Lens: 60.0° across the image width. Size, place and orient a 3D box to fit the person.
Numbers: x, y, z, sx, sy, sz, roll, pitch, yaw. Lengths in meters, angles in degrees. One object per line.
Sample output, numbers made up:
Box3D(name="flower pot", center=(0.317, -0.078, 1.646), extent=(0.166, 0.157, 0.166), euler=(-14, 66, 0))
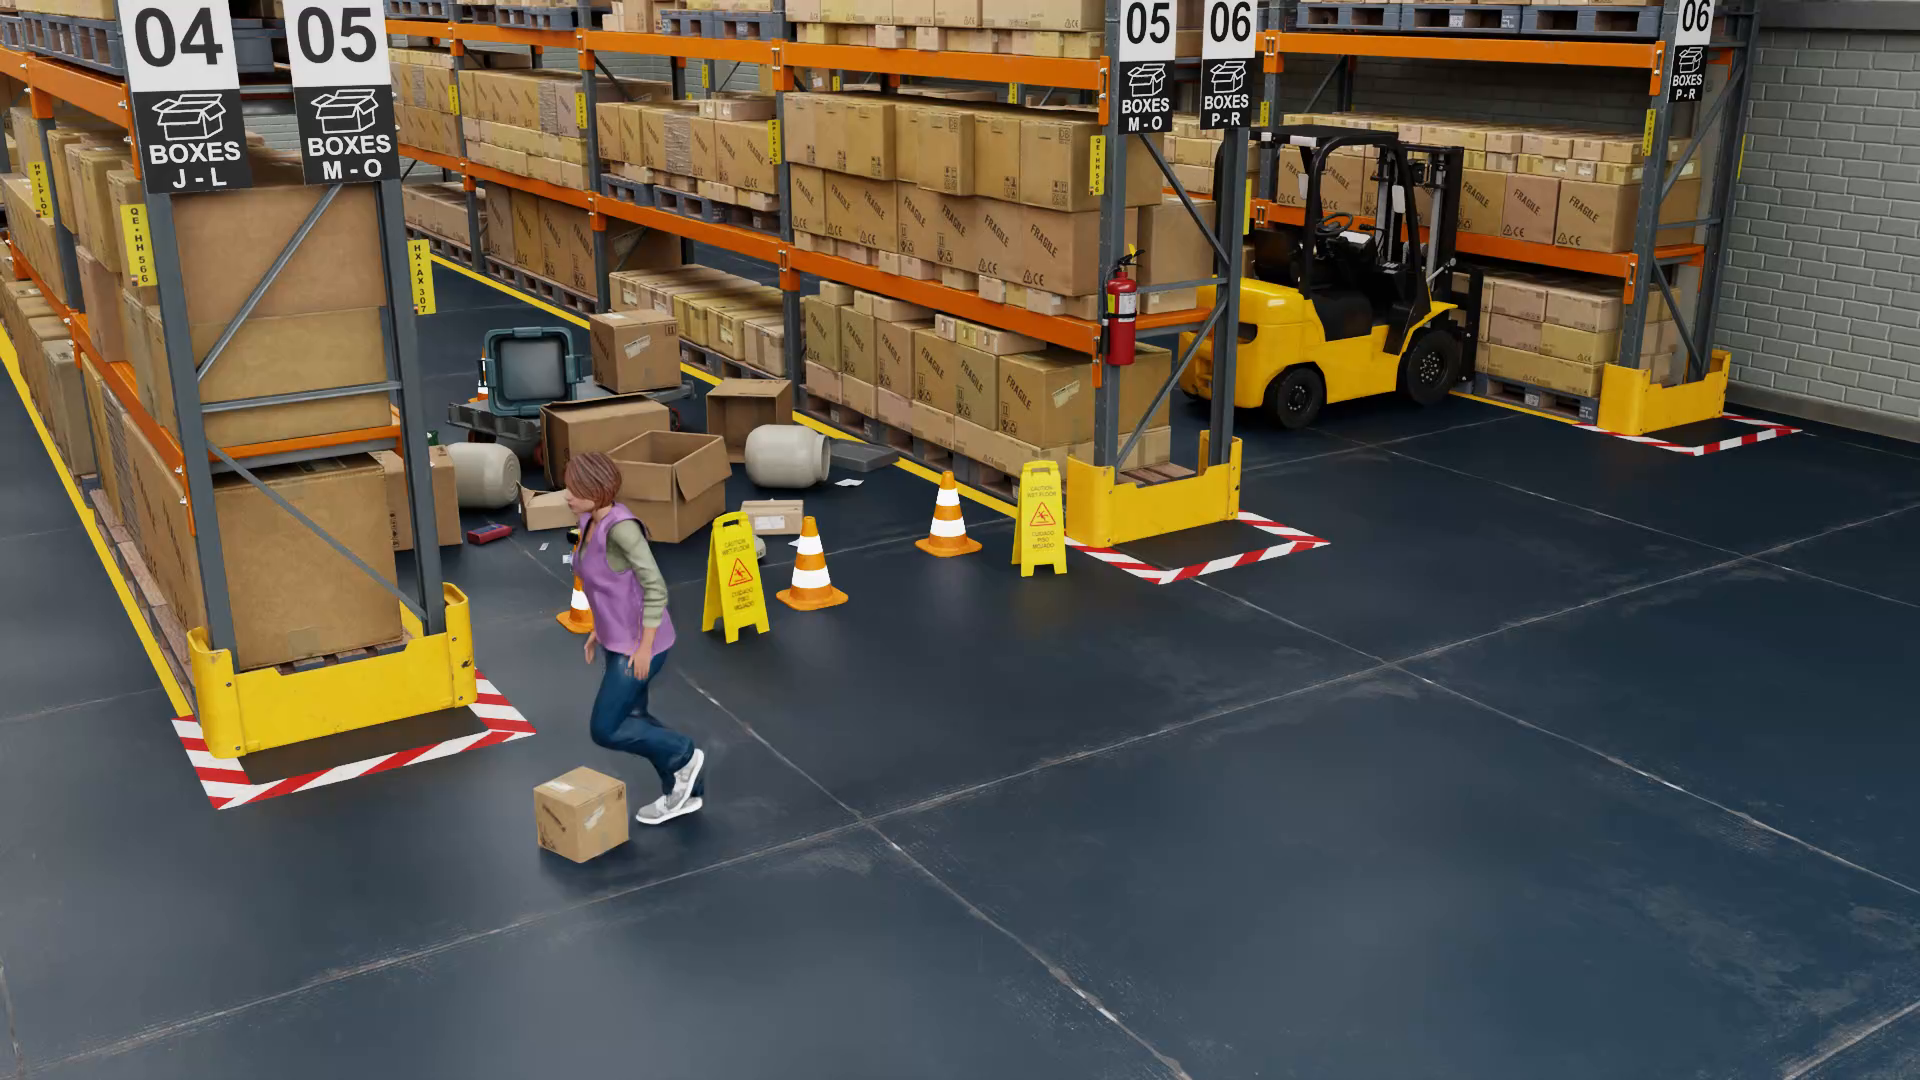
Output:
Box3D(name="person", center=(-1.247, 0.397, 6.424), extent=(0.481, 1.557, 0.484), euler=(-9, 20, -26))
